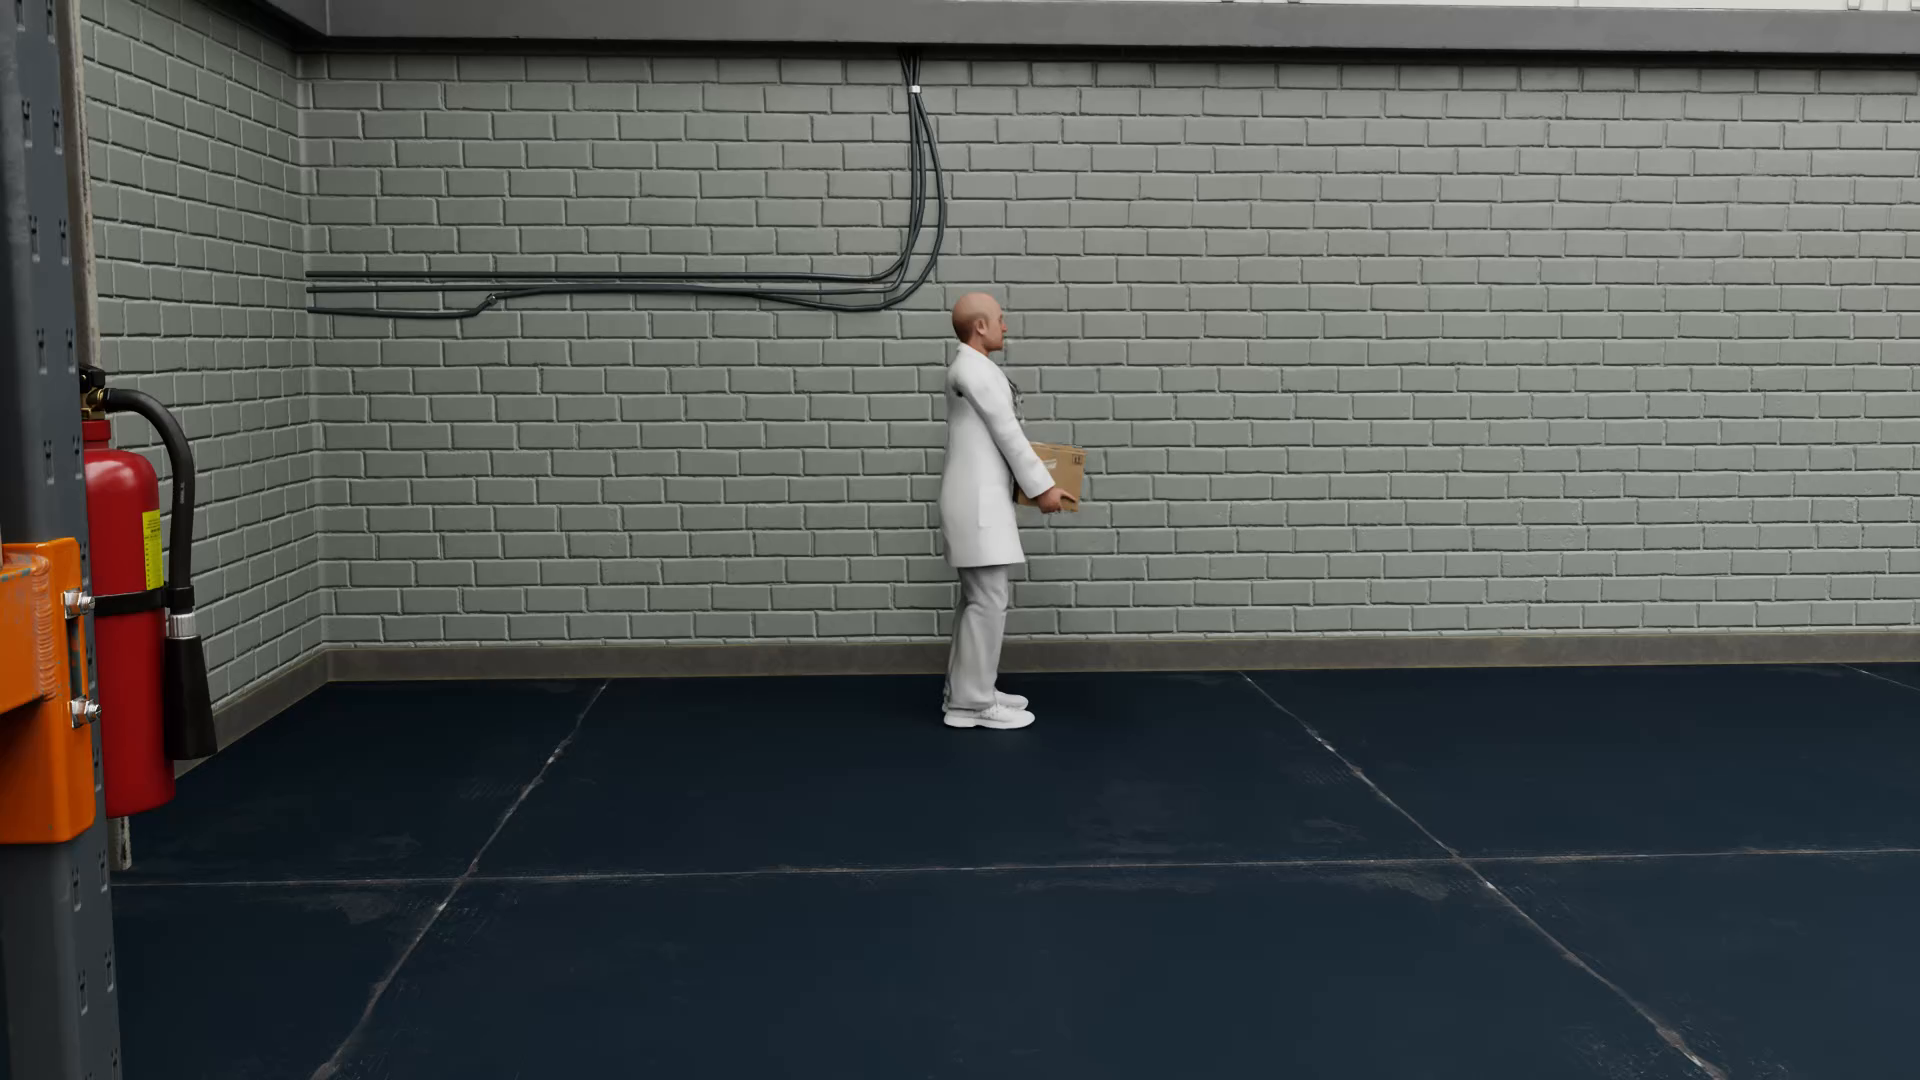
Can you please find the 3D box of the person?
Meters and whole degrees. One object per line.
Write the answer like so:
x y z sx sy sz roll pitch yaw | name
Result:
0.185 -0.127 6.899 0.560 1.780 0.528 -1 7 -5 | person
